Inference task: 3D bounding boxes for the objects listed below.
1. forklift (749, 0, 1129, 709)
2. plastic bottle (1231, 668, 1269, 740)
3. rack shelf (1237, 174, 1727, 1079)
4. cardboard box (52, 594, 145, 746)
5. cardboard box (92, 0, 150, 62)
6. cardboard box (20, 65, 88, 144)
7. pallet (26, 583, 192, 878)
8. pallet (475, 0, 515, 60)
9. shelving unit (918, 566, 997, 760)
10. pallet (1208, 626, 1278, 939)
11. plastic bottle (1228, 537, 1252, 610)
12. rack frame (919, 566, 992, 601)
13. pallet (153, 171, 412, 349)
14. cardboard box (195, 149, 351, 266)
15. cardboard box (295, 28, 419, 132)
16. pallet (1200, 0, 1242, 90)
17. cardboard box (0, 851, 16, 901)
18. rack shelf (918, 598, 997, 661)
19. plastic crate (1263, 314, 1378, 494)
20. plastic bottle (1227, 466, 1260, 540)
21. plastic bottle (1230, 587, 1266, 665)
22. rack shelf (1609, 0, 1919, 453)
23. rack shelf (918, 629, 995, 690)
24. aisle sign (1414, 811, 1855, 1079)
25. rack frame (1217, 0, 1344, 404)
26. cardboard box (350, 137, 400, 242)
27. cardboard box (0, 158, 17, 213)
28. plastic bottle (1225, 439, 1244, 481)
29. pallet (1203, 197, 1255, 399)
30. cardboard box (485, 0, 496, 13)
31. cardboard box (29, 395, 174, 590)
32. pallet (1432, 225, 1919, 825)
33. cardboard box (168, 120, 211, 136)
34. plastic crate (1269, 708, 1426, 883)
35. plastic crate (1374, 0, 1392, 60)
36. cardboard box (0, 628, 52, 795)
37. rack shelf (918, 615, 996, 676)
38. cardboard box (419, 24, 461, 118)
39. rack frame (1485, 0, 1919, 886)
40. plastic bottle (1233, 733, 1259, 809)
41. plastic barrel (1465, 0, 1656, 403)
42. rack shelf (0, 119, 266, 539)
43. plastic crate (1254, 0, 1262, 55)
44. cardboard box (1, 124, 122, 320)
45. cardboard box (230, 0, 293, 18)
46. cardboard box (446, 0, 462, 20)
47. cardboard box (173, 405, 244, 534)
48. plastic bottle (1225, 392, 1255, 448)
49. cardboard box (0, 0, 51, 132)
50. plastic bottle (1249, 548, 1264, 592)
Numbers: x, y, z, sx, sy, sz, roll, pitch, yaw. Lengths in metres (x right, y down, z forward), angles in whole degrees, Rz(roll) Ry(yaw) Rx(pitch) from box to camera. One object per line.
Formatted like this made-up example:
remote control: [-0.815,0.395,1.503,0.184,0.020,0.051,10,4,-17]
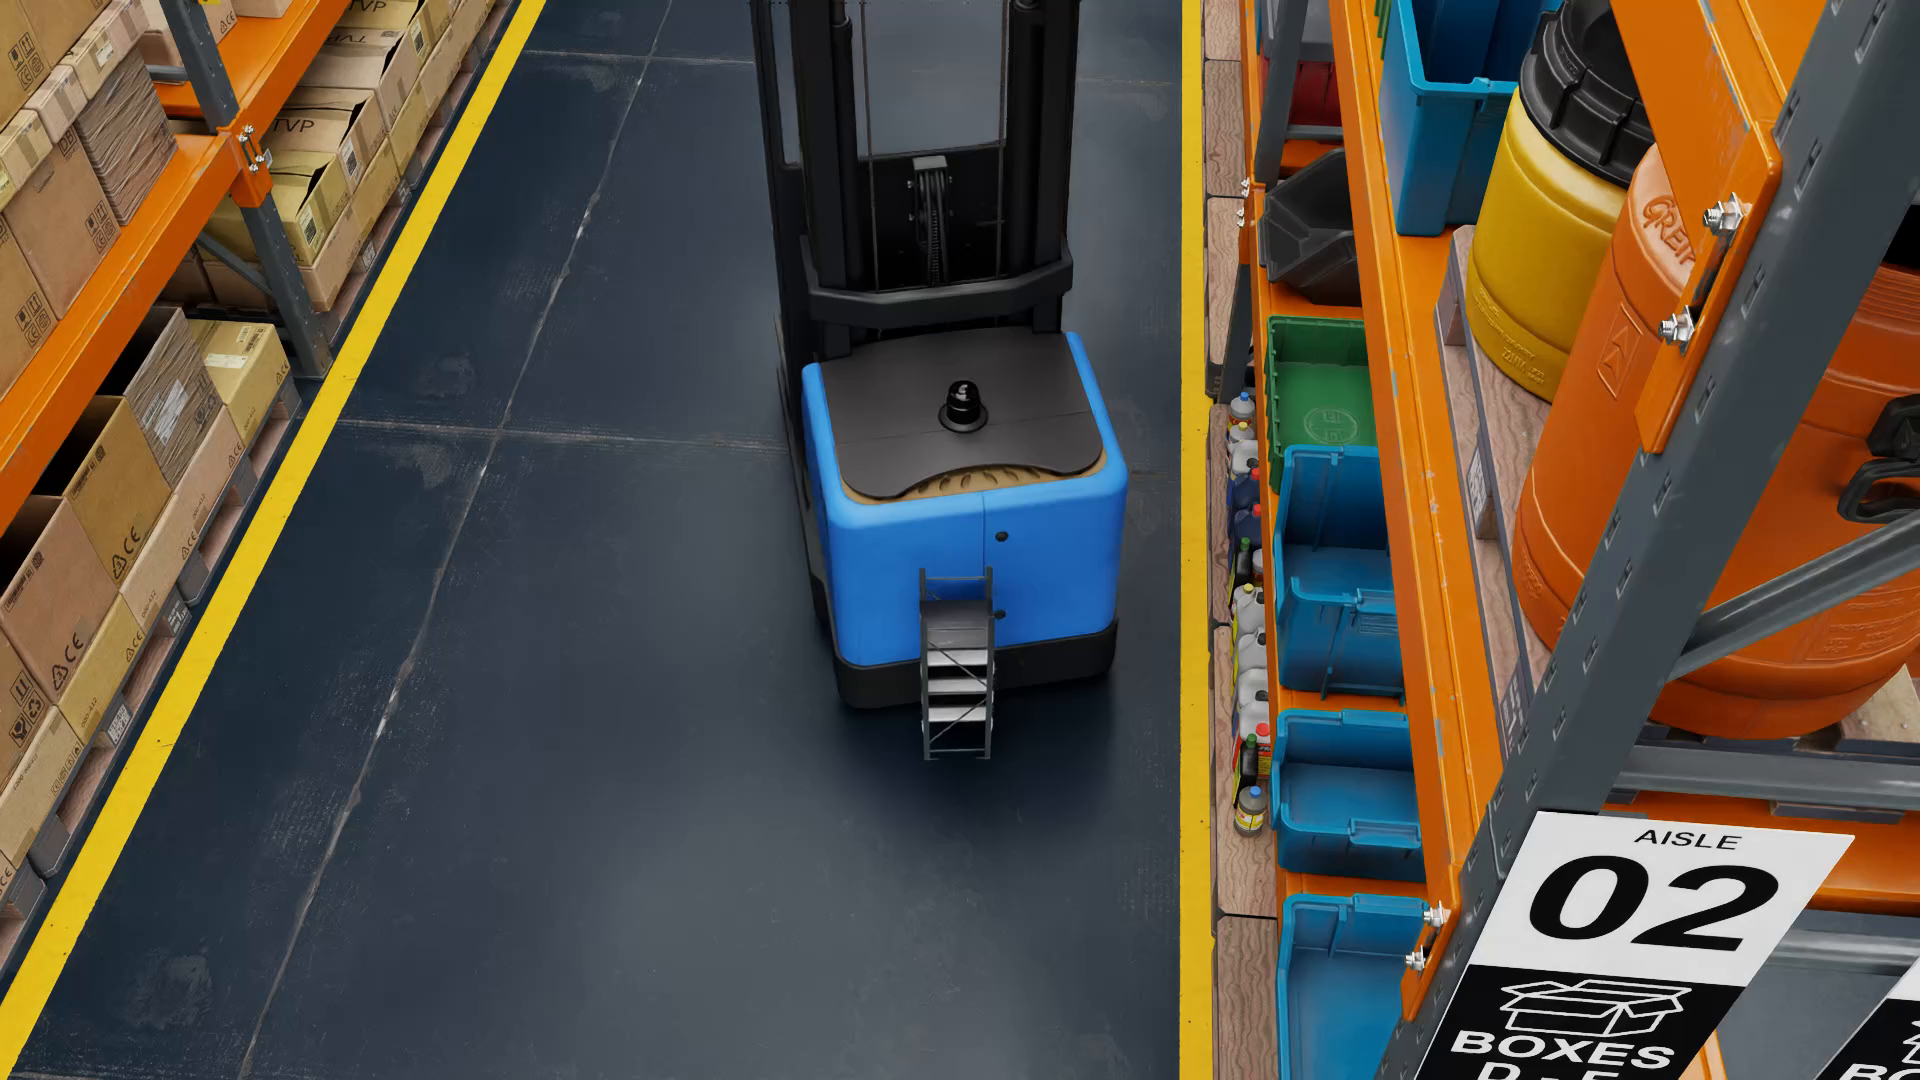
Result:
forklift: [-0.191,-1.475,6.139,1.130,2.935,3.031,-8,48,-7]
plastic bottle: [1.032,0.579,5.761,0.152,0.276,0.135,3,48,2]
rack shelf: [1.421,0.246,5.006,1.077,0.370,4.000,4,48,4]
cardboard box: [-3.285,0.442,5.918,0.500,0.250,0.500,4,48,4]
cardboard box: [-3.141,-1.841,5.920,0.380,0.149,0.250,4,48,3]
cardboard box: [-3.187,-1.467,5.578,0.380,0.149,0.250,3,48,2]
pallet: [-3.552,0.619,6.067,1.003,0.211,1.213,4,48,4]
pallet: [-3.079,-3.199,9.558,1.003,0.211,1.213,4,48,4]
shelving unit: [-0.012,0.443,5.751,0.258,0.900,0.210,-1,53,-1]
pallet: [1.392,0.864,5.843,1.003,0.211,1.213,4,48,4]
plastic bottle: [1.043,0.124,6.173,0.061,0.283,0.133,6,48,5]
rack frame: [-0.015,0.362,5.812,0.240,0.900,0.006,-1,53,-1]
pallet: [-3.301,-1.406,7.919,1.003,0.211,1.213,4,48,4]
cardboard box: [-3.044,-1.493,7.307,0.500,0.311,0.500,4,48,4]
cardboard box: [-2.947,-2.241,7.991,0.500,0.311,0.500,2,48,2]
pallet: [1.858,-2.898,9.284,1.003,0.211,1.213,4,48,4]
cardboard box: [-3.382,1.176,5.246,0.500,0.250,0.500,4,48,4]
rack shelf: [-0.011,0.299,5.562,0.258,0.077,0.200,-1,53,-1]
plastic crate: [1.198,-0.417,5.268,0.450,0.188,0.662,4,48,4]
plastic bottle: [1.116,-0.156,6.383,0.144,0.351,0.185,5,48,5]
plastic bottle: [1.060,0.295,5.970,0.144,0.351,0.185,4,48,3]
rack shelf: [1.421,-1.644,2.940,1.077,0.370,4.000,4,48,4]
rack shelf: [-0.012,0.408,5.705,0.258,0.077,0.200,-1,53,-1]
aisle sign: [0.936,0.628,2.407,0.394,0.787,0.004,4,48,4]
rack frame: [1.603,-1.467,6.085,1.000,3.000,0.127,4,48,4]
cardboard box: [-2.998,-1.672,7.851,0.500,0.250,0.500,5,48,5]
cardboard box: [-3.235,-1.094,5.236,0.380,0.149,0.250,4,48,3]
plastic bottle: [1.119,-0.317,6.631,0.097,0.201,0.097,0,48,0]
pallet: [1.636,-1.106,7.644,1.003,0.211,1.213,4,48,4]
cardboard box: [-2.813,-3.174,9.225,0.500,0.250,0.500,3,48,3]
cardboard box: [-3.253,-0.180,5.978,0.500,0.500,0.500,4,48,4]
pallet: [1.411,-0.078,2.909,1.003,0.211,1.213,4,48,4]
cardboard box: [-3.537,-1.905,7.685,0.500,0.311,0.500,5,48,5]
plastic crate: [1.051,0.658,4.242,0.499,0.251,0.408,4,48,4]
plastic crate: [1.188,-1.267,4.012,0.336,0.188,0.450,4,48,4]
cardboard box: [-3.347,0.555,5.306,0.500,0.500,0.500,4,48,4]
rack shelf: [-0.011,0.354,5.634,0.258,0.077,0.200,-1,53,-1]
cardboard box: [-2.906,-2.426,8.541,0.500,0.250,0.500,5,48,4]
rack frame: [1.239,-0.552,1.183,1.000,3.000,0.127,4,48,4]
plastic bottle: [0.962,0.775,5.577,0.061,0.283,0.133,5,48,4]
plastic barrel: [1.216,-0.591,2.839,0.600,0.588,0.600,0,48,0]
rack shelf: [-3.512,-0.090,5.313,1.077,0.370,4.000,4,48,4]
plastic crate: [1.394,-2.293,6.851,0.392,0.384,0.575,4,48,4]
cardboard box: [-3.405,-1.122,5.702,0.700,0.500,0.500,3,48,3]
cardboard box: [-3.045,-2.355,7.068,0.380,0.149,0.250,4,48,4]
cardboard box: [-2.857,-2.991,8.677,0.500,0.311,0.500,4,48,3]
cardboard box: [-3.209,-0.294,6.591,0.500,0.250,0.500,4,48,4]
plastic bottle: [1.137,-0.490,6.742,0.097,0.271,0.097,0,48,0]
cardboard box: [-3.408,-1.576,5.238,0.700,0.500,0.500,4,48,3]
plastic bottle: [1.123,0.120,6.184,0.097,0.271,0.097,0,48,0]
